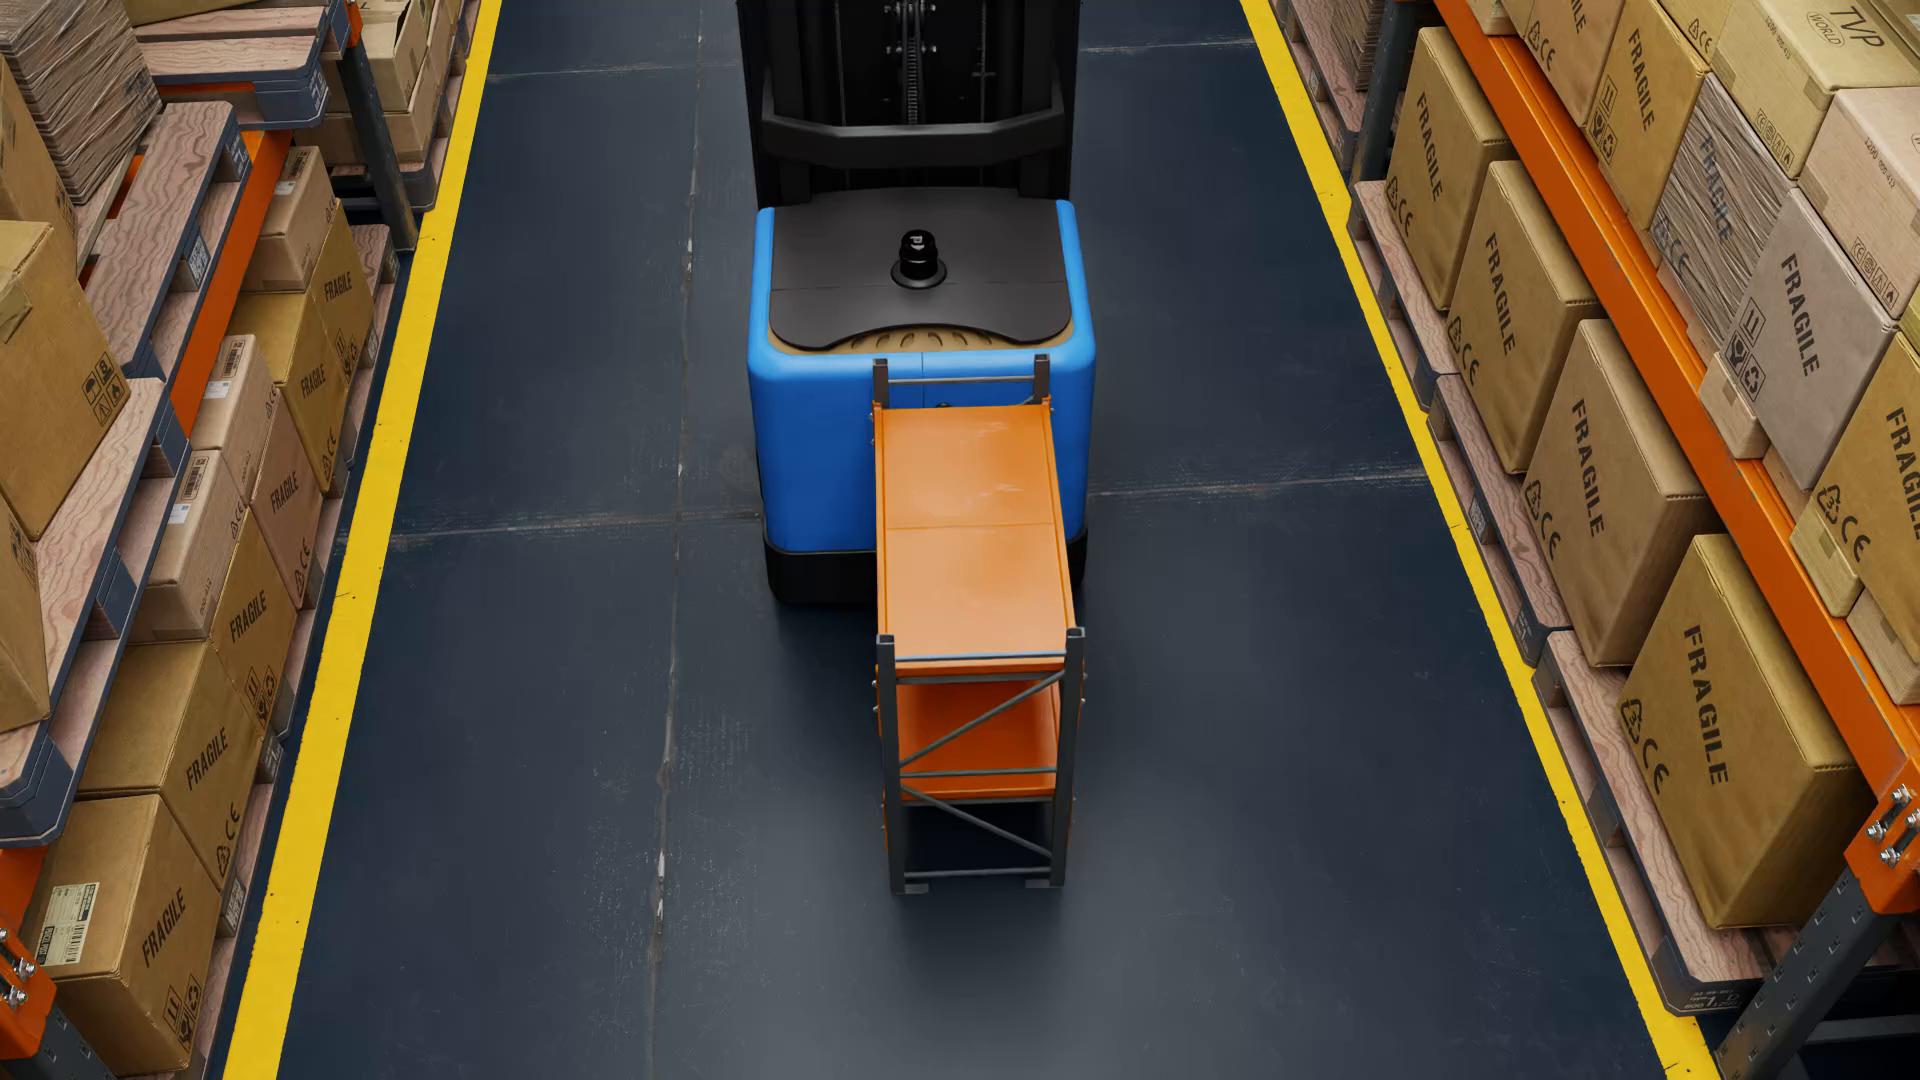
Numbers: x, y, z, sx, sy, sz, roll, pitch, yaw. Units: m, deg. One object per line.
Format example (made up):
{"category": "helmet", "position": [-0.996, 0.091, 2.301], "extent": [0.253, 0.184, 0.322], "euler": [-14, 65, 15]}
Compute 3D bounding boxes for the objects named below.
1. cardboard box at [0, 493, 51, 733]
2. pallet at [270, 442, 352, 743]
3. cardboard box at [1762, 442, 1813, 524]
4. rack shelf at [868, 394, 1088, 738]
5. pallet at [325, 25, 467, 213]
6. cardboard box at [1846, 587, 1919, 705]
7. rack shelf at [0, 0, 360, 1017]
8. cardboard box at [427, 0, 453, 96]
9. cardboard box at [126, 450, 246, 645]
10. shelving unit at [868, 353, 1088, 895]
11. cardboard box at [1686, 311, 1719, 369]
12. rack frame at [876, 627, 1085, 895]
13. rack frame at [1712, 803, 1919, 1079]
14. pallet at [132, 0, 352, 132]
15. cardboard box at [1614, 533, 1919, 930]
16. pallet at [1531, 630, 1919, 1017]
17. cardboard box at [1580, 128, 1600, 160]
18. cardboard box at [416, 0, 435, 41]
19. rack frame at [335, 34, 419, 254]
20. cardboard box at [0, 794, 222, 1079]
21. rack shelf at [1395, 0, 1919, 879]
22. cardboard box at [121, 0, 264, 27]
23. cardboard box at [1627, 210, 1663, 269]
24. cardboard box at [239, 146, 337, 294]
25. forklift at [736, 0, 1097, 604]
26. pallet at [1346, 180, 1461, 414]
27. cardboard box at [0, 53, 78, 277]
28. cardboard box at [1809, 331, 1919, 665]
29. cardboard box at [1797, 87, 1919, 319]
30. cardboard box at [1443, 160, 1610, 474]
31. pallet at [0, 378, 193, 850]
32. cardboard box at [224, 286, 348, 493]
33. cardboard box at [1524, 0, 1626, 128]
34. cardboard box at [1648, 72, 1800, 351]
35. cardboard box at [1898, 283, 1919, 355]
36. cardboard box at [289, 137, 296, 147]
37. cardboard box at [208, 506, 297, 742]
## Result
{"category": "cardboard box", "position": [-2.238, 0.127, 3.206], "extent": [0.700, 0.500, 0.500], "euler": [-18, 49, -16]}
{"category": "pallet", "position": [-2.633, 0.150, 5.463], "extent": [1.003, 0.211, 1.213], "euler": [-3, 47, -3]}
{"category": "cardboard box", "position": [2.183, -0.161, 3.996], "extent": [0.380, 0.149, 0.250], "euler": [-2, 47, -2]}
{"category": "rack shelf", "position": [0.027, 0.046, 4.529], "extent": [0.538, 0.278, 1.000], "euler": [-2, 47, -2]}
{"category": "pallet", "position": [-2.787, -1.871, 7.377], "extent": [1.003, 0.211, 1.213], "euler": [-3, 47, -3]}
{"category": "cardboard box", "position": [2.204, 0.210, 3.644], "extent": [0.380, 0.149, 0.250], "euler": [-3, 47, -3]}
{"category": "rack shelf", "position": [-2.589, -0.538, 4.689], "extent": [1.077, 0.370, 4.000], "euler": [-3, 47, -3]}
{"category": "cardboard box", "position": [-2.551, -2.192, 7.364], "extent": [0.500, 0.250, 0.500], "euler": [-5, 47, -4]}
{"category": "cardboard box", "position": [-2.303, 0.024, 4.564], "extent": [0.500, 0.250, 0.500], "euler": [-3, 47, -3]}
{"category": "shelving unit", "position": [0.027, 0.247, 4.741], "extent": [0.538, 1.125, 1.048], "euler": [-2, 47, -2]}
{"category": "cardboard box", "position": [2.147, -0.530, 4.345], "extent": [0.380, 0.149, 0.250], "euler": [-3, 47, -3]}
{"category": "rack frame", "position": [0.050, 0.616, 4.392], "extent": [0.500, 1.125, 0.032], "euler": [-2, 47, -2]}
{"category": "rack frame", "position": [2.514, 0.358, 3.345], "extent": [1.000, 3.000, 0.127], "euler": [-3, 47, -3]}
{"category": "pallet", "position": [-2.630, -1.680, 5.407], "extent": [1.213, 0.211, 1.003], "euler": [-3, 47, -3]}
{"category": "cardboard box", "position": [2.330, 0.490, 4.411], "extent": [0.750, 0.750, 0.750], "euler": [-3, 47, -3]}
{"category": "pallet", "position": [2.375, 0.763, 4.882], "extent": [1.003, 0.211, 1.213], "euler": [-3, 47, -3]}
{"category": "cardboard box", "position": [2.112, -1.275, 5.051], "extent": [0.380, 0.149, 0.250], "euler": [-3, 47, -3]}
{"category": "cardboard box", "position": [-2.560, -2.400, 7.176], "extent": [0.500, 0.311, 0.500], "euler": [-5, 47, -4]}
{"category": "rack frame", "position": [-2.757, -2.232, 5.798], "extent": [1.000, 3.000, 0.127], "euler": [-3, 47, -3]}
{"category": "cardboard box", "position": [-2.219, 1.005, 4.151], "extent": [0.500, 0.500, 0.500], "euler": [-5, 47, -5]}
{"category": "rack shelf", "position": [2.347, -0.842, 4.977], "extent": [1.077, 0.370, 4.000], "euler": [-3, 47, -3]}
{"category": "cardboard box", "position": [-2.591, -1.962, 5.184], "extent": [0.700, 0.500, 0.500], "euler": [-18, 49, -16]}
{"category": "cardboard box", "position": [2.130, -0.905, 4.700], "extent": [0.380, 0.149, 0.250], "euler": [-2, 47, -2]}
{"category": "cardboard box", "position": [-2.435, -1.079, 5.608], "extent": [0.500, 0.250, 0.500], "euler": [-2, 47, -2]}
{"category": "forklift", "position": [-0.174, -1.860, 5.493], "extent": [1.130, 2.935, 3.031], "euler": [-2, 47, -2]}
{"category": "pallet", "position": [2.170, -1.002, 6.554], "extent": [1.003, 0.211, 1.213], "euler": [-3, 47, -3]}
{"category": "cardboard box", "position": [-2.631, -0.791, 4.076], "extent": [0.700, 0.500, 0.500], "euler": [-14, 48, -13]}
{"category": "cardboard box", "position": [2.224, -0.104, 3.495], "extent": [0.500, 0.500, 0.500], "euler": [-4, 47, -4]}
{"category": "cardboard box", "position": [2.187, -0.736, 3.577], "extent": [0.500, 0.250, 0.500], "euler": [-3, 47, -2]}
{"category": "cardboard box", "position": [2.177, -0.767, 5.602], "extent": [0.750, 0.750, 0.750], "euler": [-4, 47, -3]}
{"category": "pallet", "position": [-2.380, 0.143, 3.681], "extent": [1.003, 0.211, 1.213], "euler": [-3, 47, -3]}
{"category": "cardboard box", "position": [-2.401, -0.487, 5.564], "extent": [0.500, 0.500, 0.500], "euler": [-5, 47, -5]}
{"category": "cardboard box", "position": [2.040, -1.574, 4.887], "extent": [0.500, 0.500, 0.500], "euler": [-4, 47, -3]}
{"category": "cardboard box", "position": [2.138, -0.837, 4.189], "extent": [0.500, 0.500, 0.500], "euler": [-3, 47, -3]}
{"category": "cardboard box", "position": [2.220, -0.366, 3.226], "extent": [0.500, 0.250, 0.500], "euler": [-2, 47, -2]}
{"category": "cardboard box", "position": [-3.044, -1.797, 6.990], "extent": [0.500, 0.250, 0.500], "euler": [-2, 47, -2]}
{"category": "cardboard box", "position": [-2.309, 0.258, 4.858], "extent": [0.500, 0.500, 0.500], "euler": [-3, 47, -3]}
